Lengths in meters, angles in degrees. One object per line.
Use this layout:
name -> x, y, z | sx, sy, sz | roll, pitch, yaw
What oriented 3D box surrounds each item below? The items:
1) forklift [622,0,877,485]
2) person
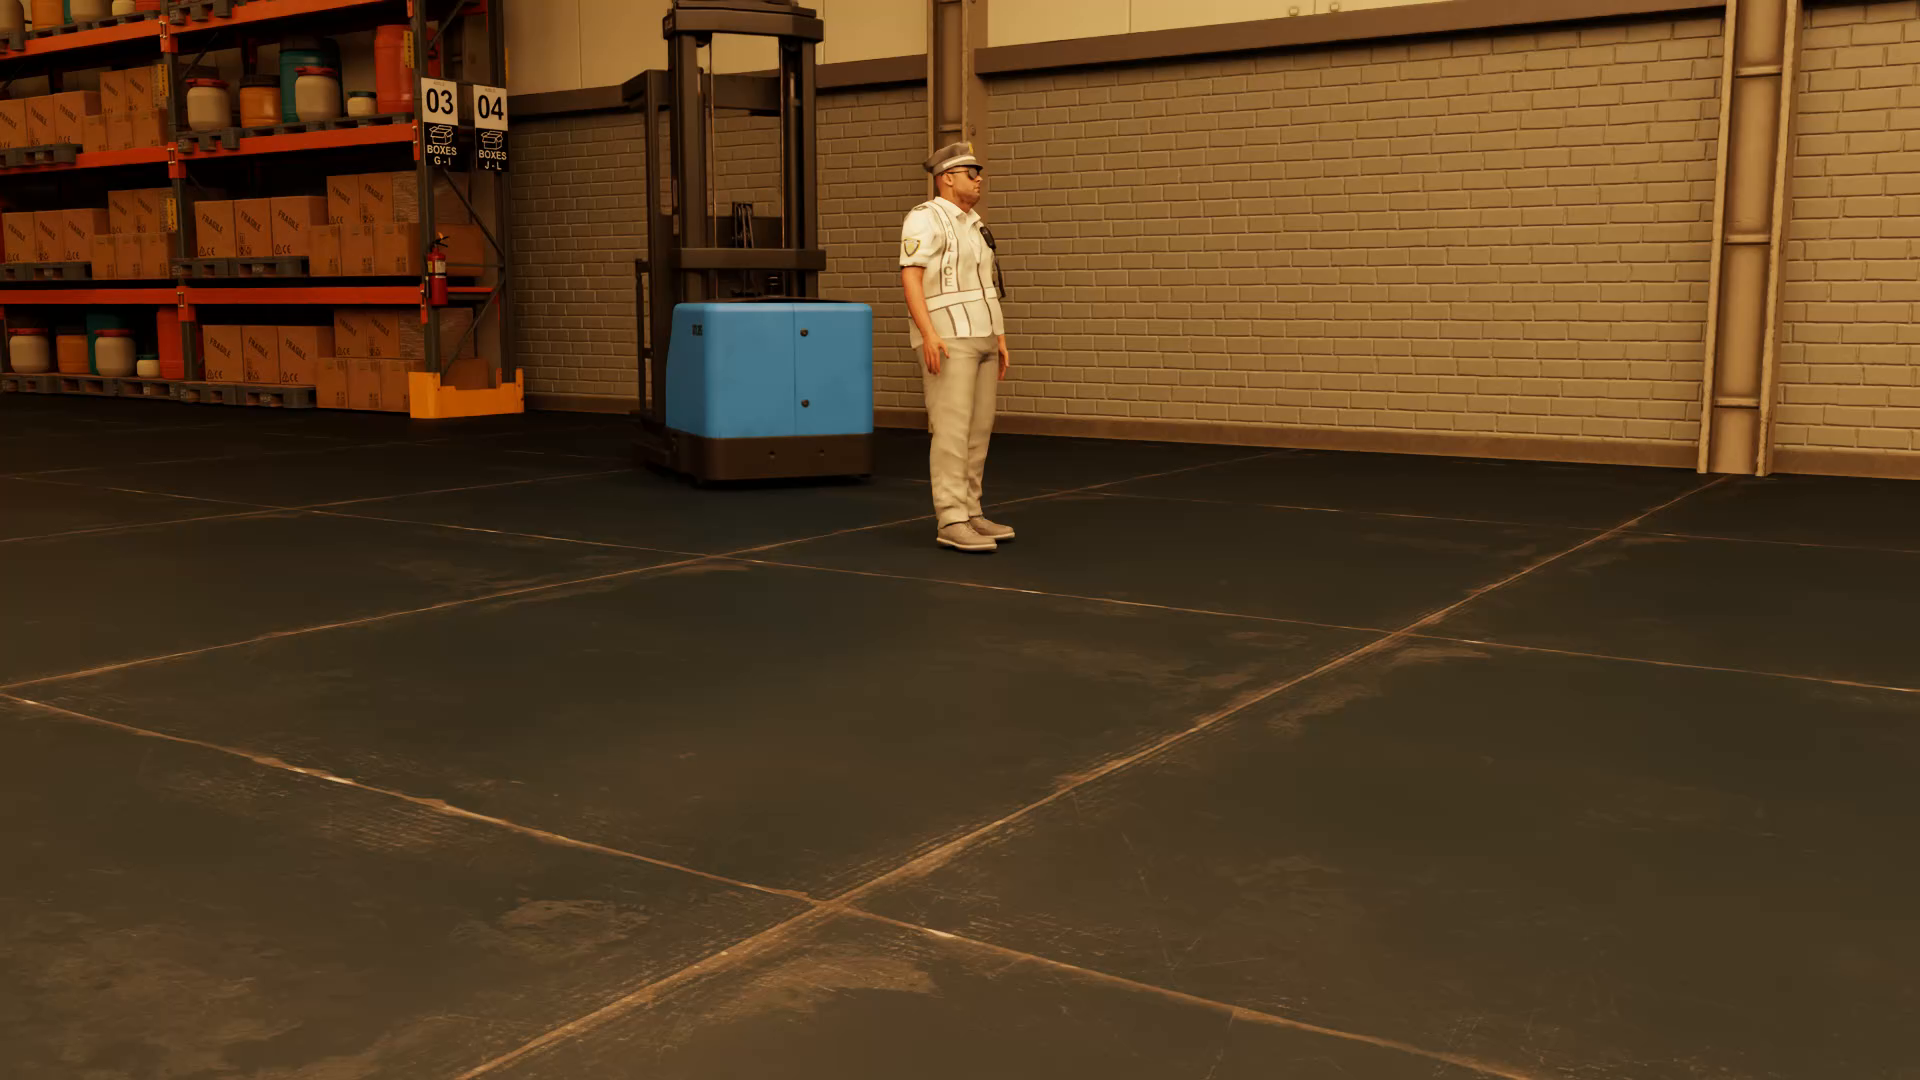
forklift -> -1.546, -1.940, 10.836 | 1.130, 2.935, 3.031 | -3, 9, -23
person -> 0.057, -0.880, 7.424 | 0.575, 1.778, 0.640 | 5, 10, 34
